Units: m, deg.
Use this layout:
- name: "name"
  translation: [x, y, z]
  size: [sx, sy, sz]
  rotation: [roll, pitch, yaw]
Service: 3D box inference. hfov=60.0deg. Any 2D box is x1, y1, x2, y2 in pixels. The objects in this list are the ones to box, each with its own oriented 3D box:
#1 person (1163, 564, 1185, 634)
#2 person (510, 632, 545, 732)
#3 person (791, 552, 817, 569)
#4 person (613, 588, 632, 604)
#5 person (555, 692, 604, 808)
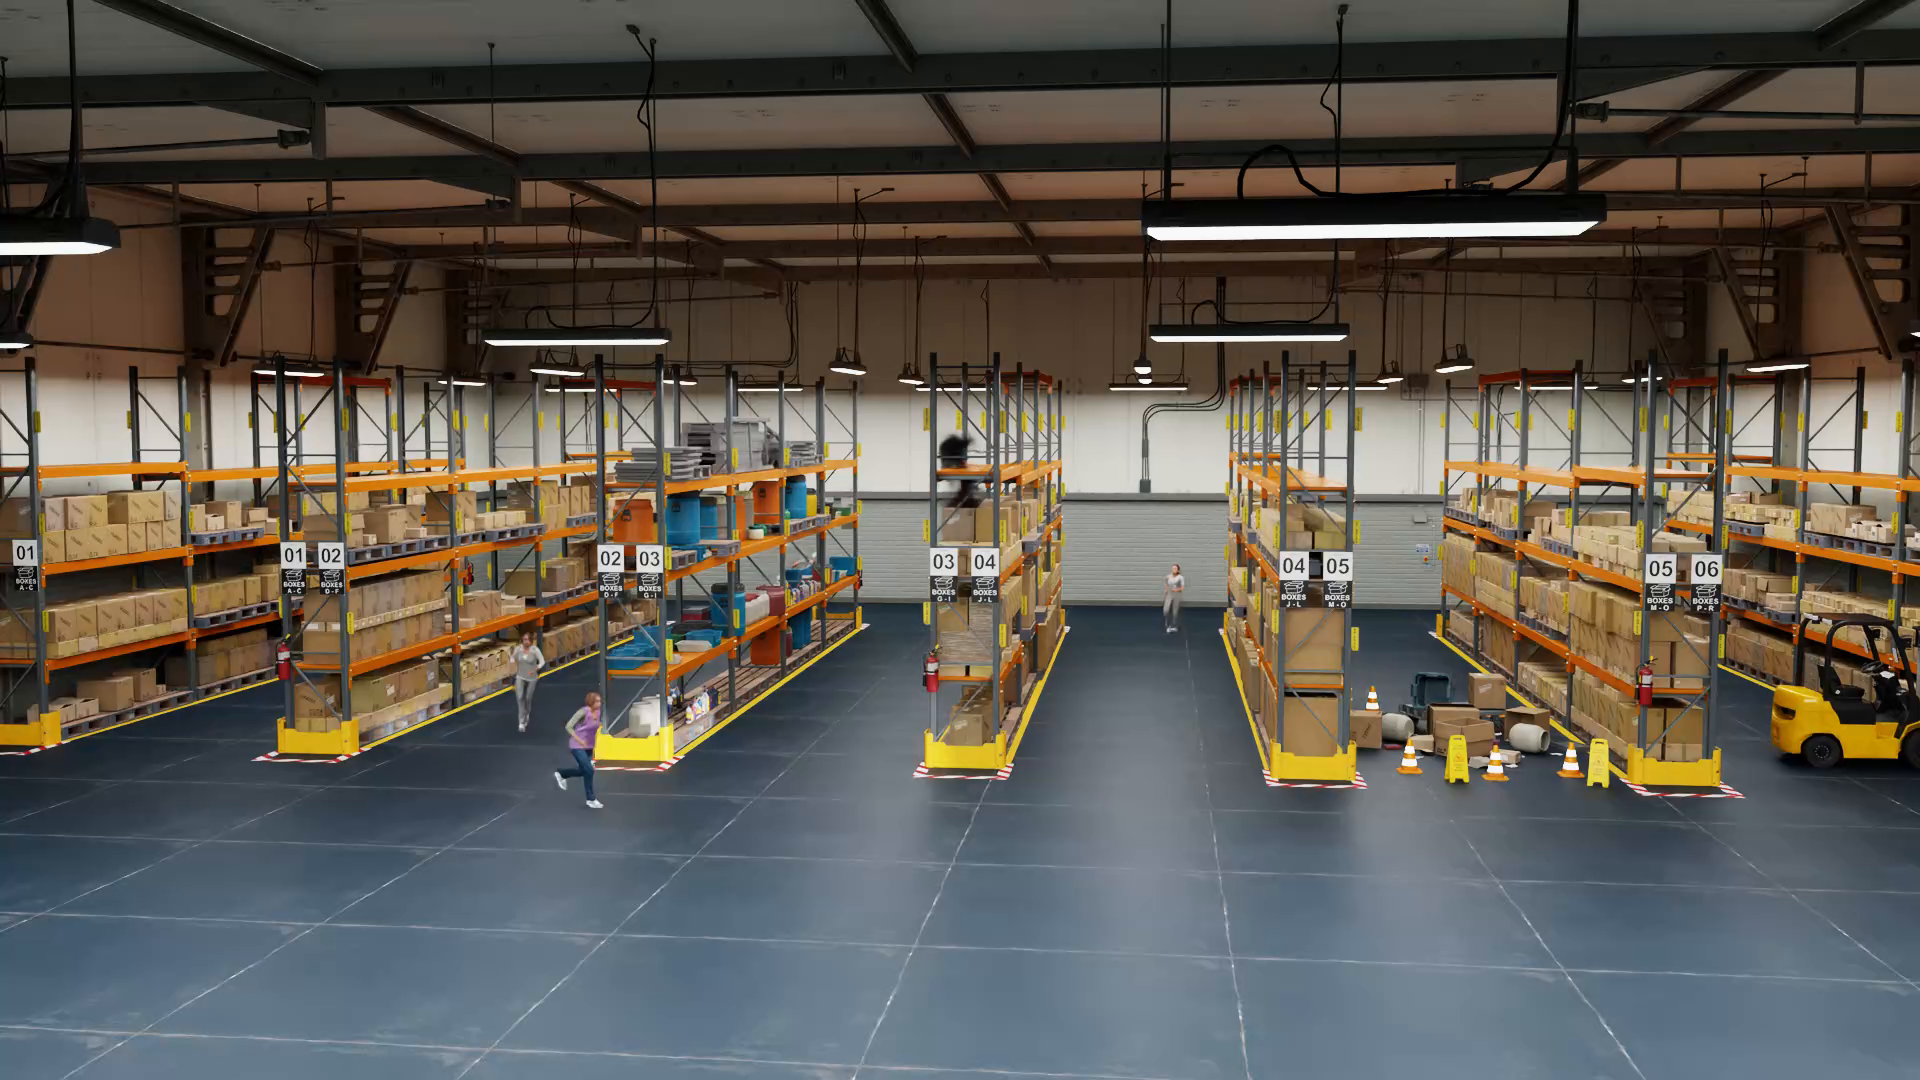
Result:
- name: "person"
  translation: [5.081, 1.397, 39.471]
  size: [0.549, 1.673, 0.643]
  rotation: [2, 4, 25]
- name: "person"
  translation: [-7.078, 2.298, 27.260]
  size: [0.564, 1.617, 0.767]
  rotation: [0, 4, -4]
- name: "person"
  translation: [-4.051, 1.082, 44.061]
  size: [1.111, 1.549, 0.676]
  rotation: [3, 5, 40]
- name: "person"
  translation: [-8.569, 1.175, 42.361]
  size: [0.858, 1.634, 0.568]
  rotation: [1, 4, 15]
- name: "person"
  translation: [-4.999, 2.725, 21.711]
  size: [0.825, 1.550, 0.539]
  rotation: [3, 5, 35]
